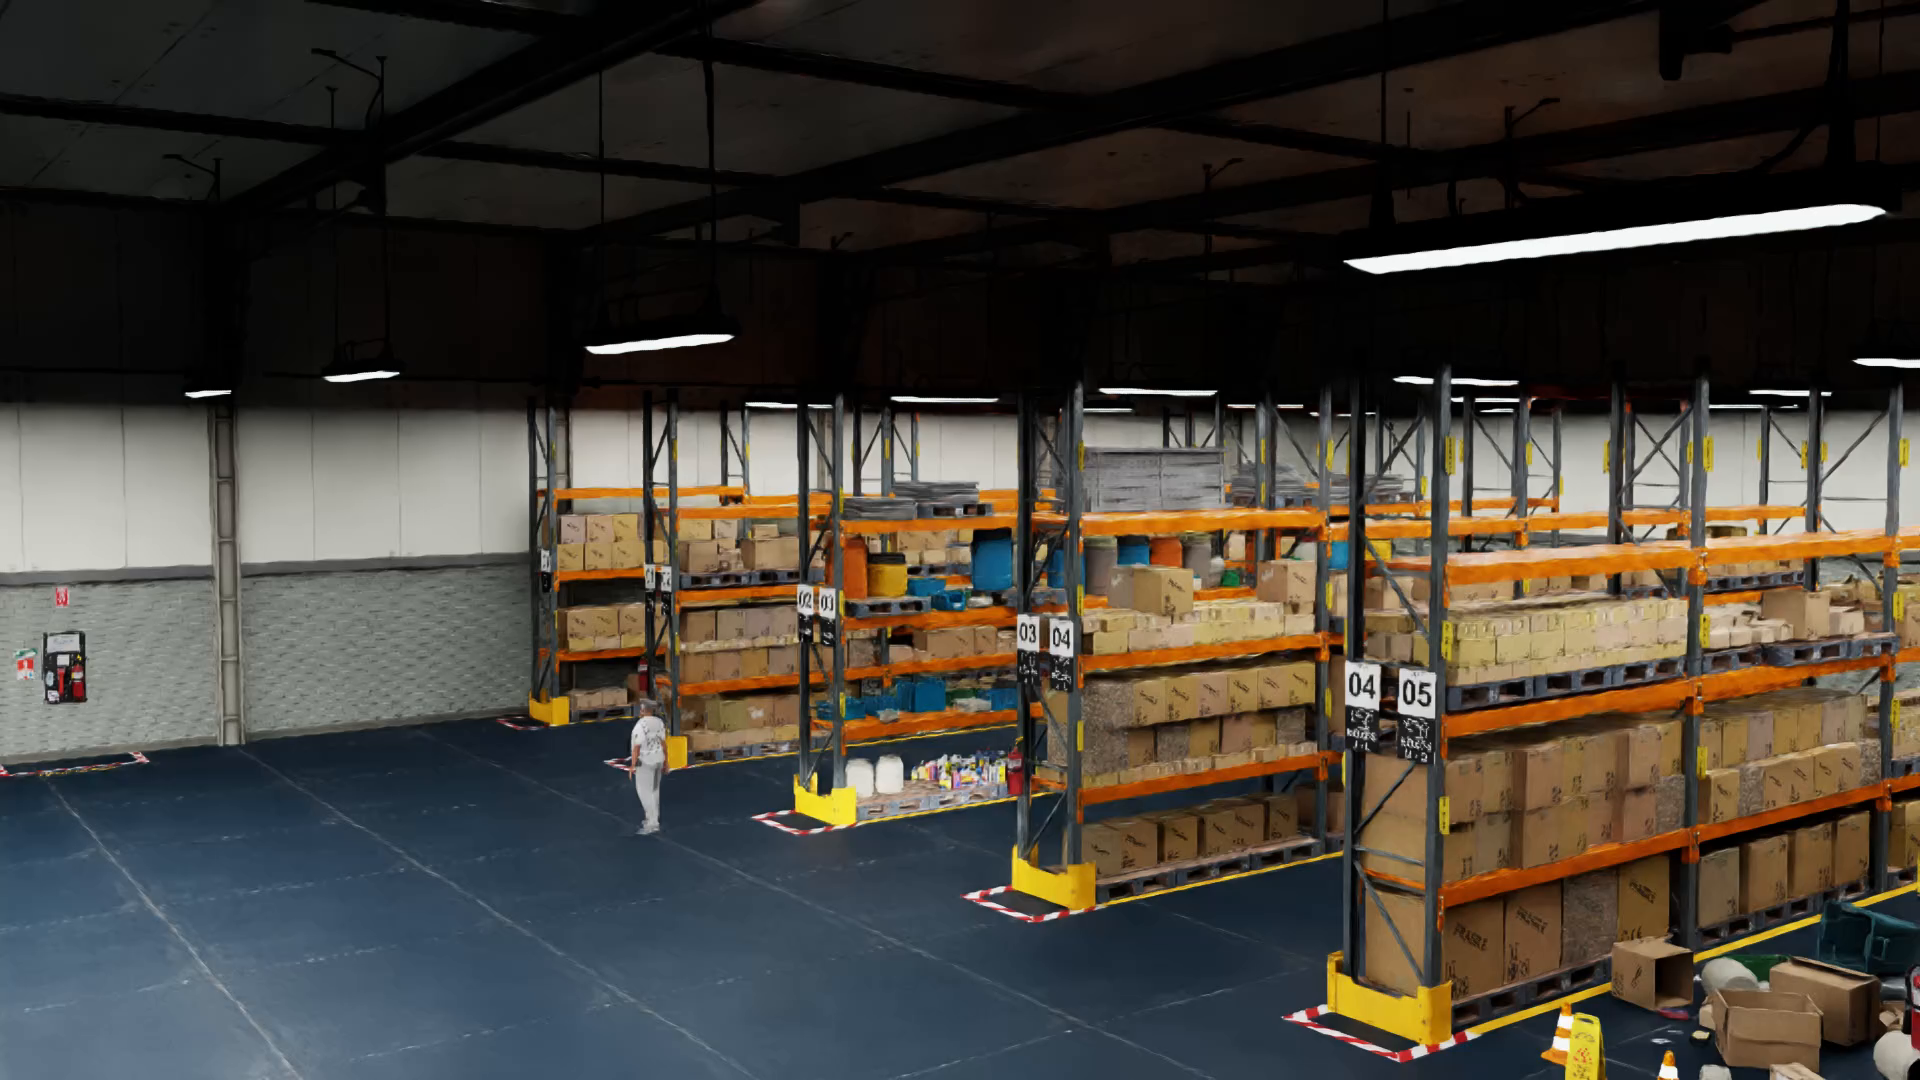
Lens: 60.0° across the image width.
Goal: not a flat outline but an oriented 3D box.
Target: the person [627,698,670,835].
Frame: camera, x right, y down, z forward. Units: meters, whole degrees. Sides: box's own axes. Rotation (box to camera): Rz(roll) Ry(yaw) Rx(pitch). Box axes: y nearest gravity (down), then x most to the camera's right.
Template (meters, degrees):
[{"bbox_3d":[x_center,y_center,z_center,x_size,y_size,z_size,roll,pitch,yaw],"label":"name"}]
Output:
[{"bbox_3d":[-4.154,2.989,22.109,0.534,1.745,0.747,2,4,24],"label":"person"}]
